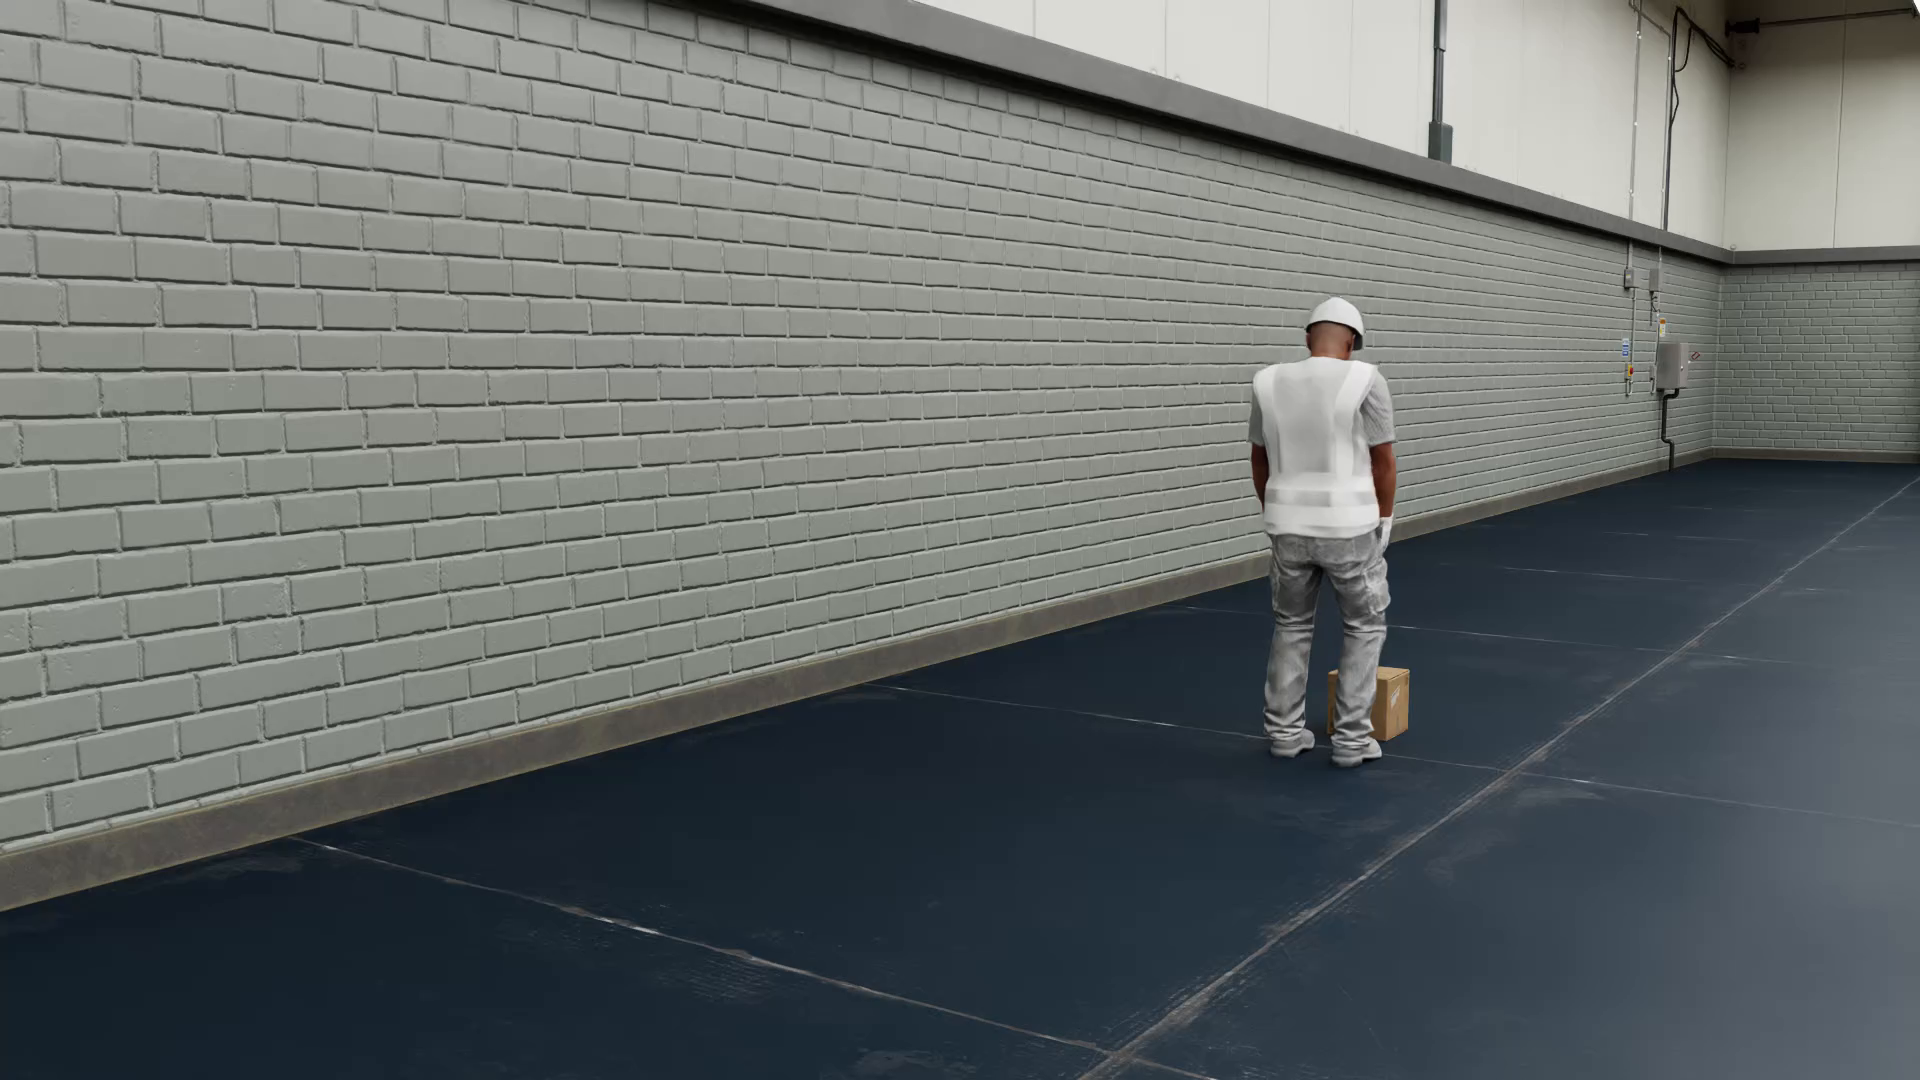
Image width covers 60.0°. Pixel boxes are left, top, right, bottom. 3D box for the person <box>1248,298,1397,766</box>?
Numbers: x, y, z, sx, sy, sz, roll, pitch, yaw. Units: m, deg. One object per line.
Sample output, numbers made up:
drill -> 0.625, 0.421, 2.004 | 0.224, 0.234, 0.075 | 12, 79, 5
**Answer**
person -> 1.359, -0.041, 6.260 | 0.573, 1.732, 0.458 | 4, 8, 35
